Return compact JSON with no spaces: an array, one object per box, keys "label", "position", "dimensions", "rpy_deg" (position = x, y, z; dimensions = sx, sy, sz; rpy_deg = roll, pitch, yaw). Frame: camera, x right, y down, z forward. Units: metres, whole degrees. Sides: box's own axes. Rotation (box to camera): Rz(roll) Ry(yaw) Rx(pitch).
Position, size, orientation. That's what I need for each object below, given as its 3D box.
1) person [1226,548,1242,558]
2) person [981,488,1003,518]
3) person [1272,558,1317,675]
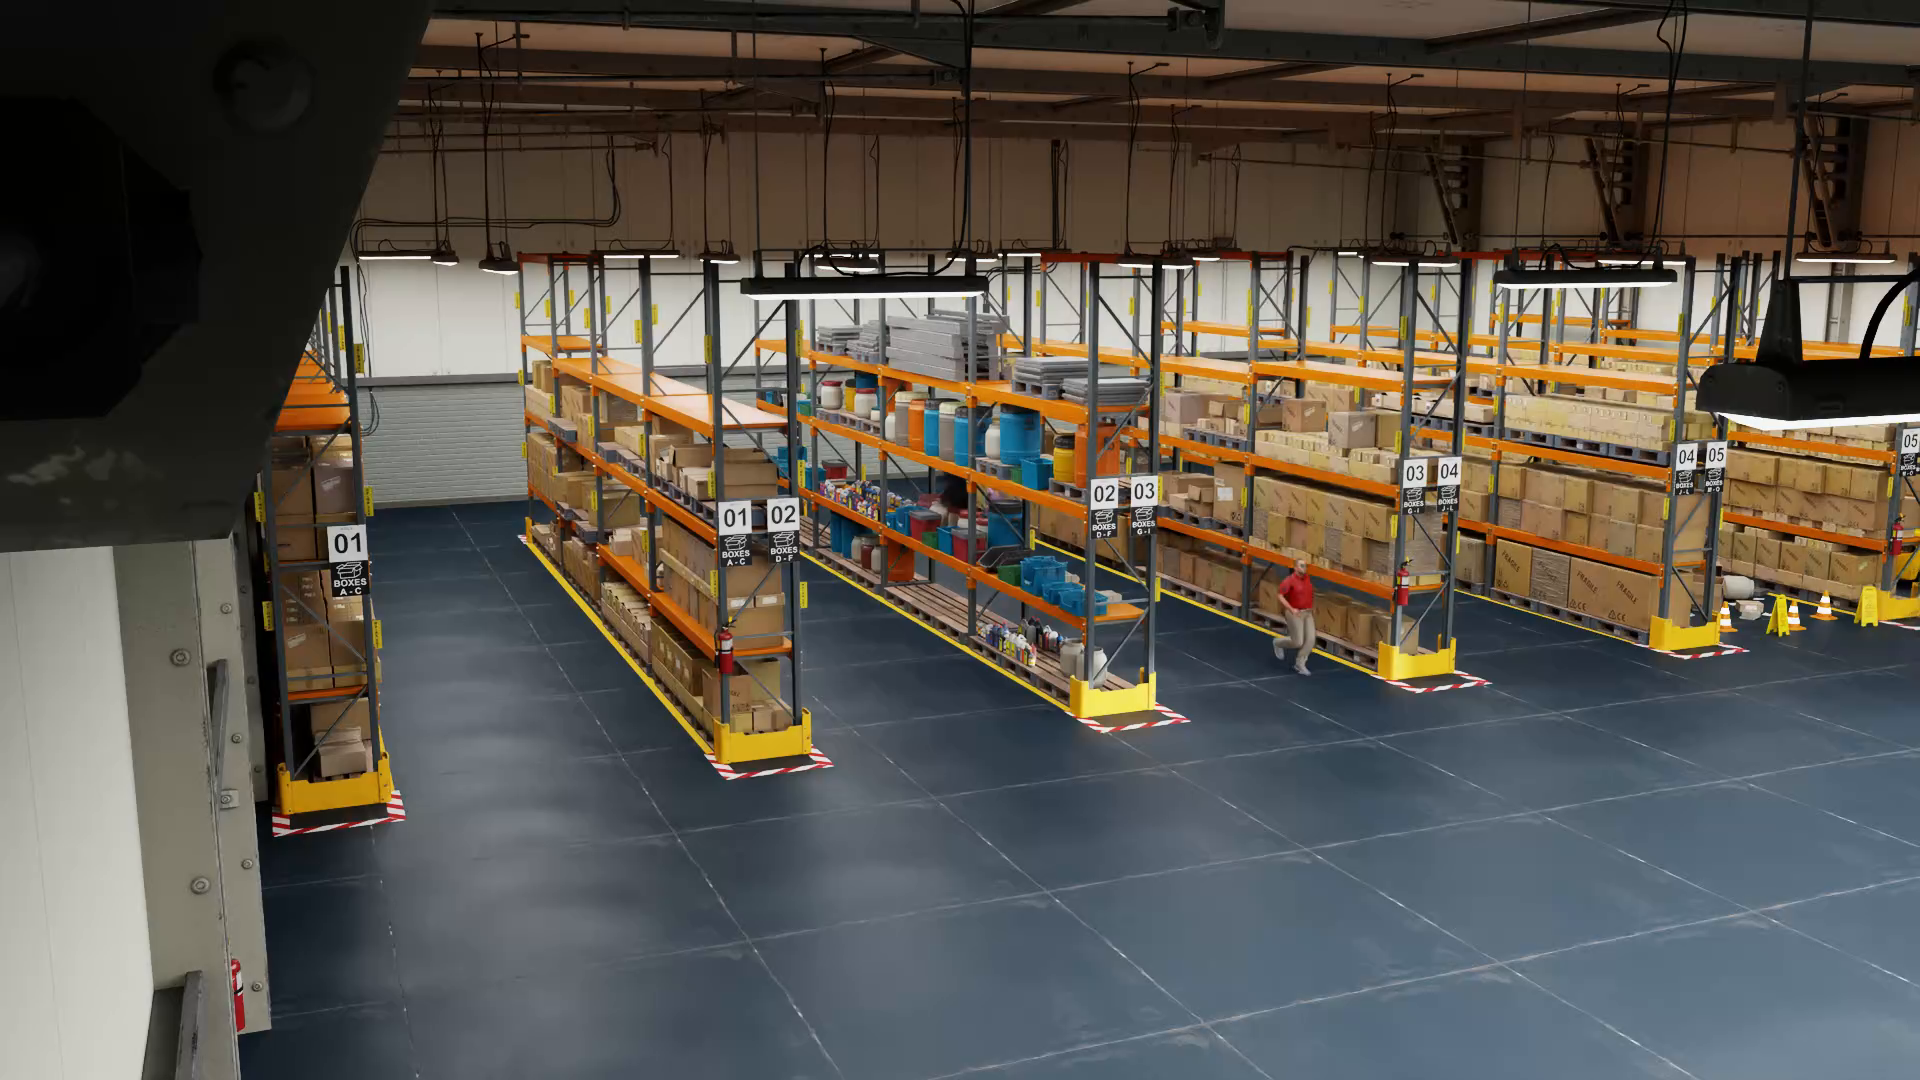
[{"label":"person","position":[5.313,-0.269,31.905],"dimensions":[0.559,1.725,0.738],"rpy_deg":[-4,11,-19]},{"label":"person","position":[0.649,-0.467,33.317],"dimensions":[0.518,1.584,0.983],"rpy_deg":[-5,11,-23]},{"label":"person","position":[4.957,1.108,24.415],"dimensions":[0.673,1.710,0.632],"rpy_deg":[-7,12,-33]}]
